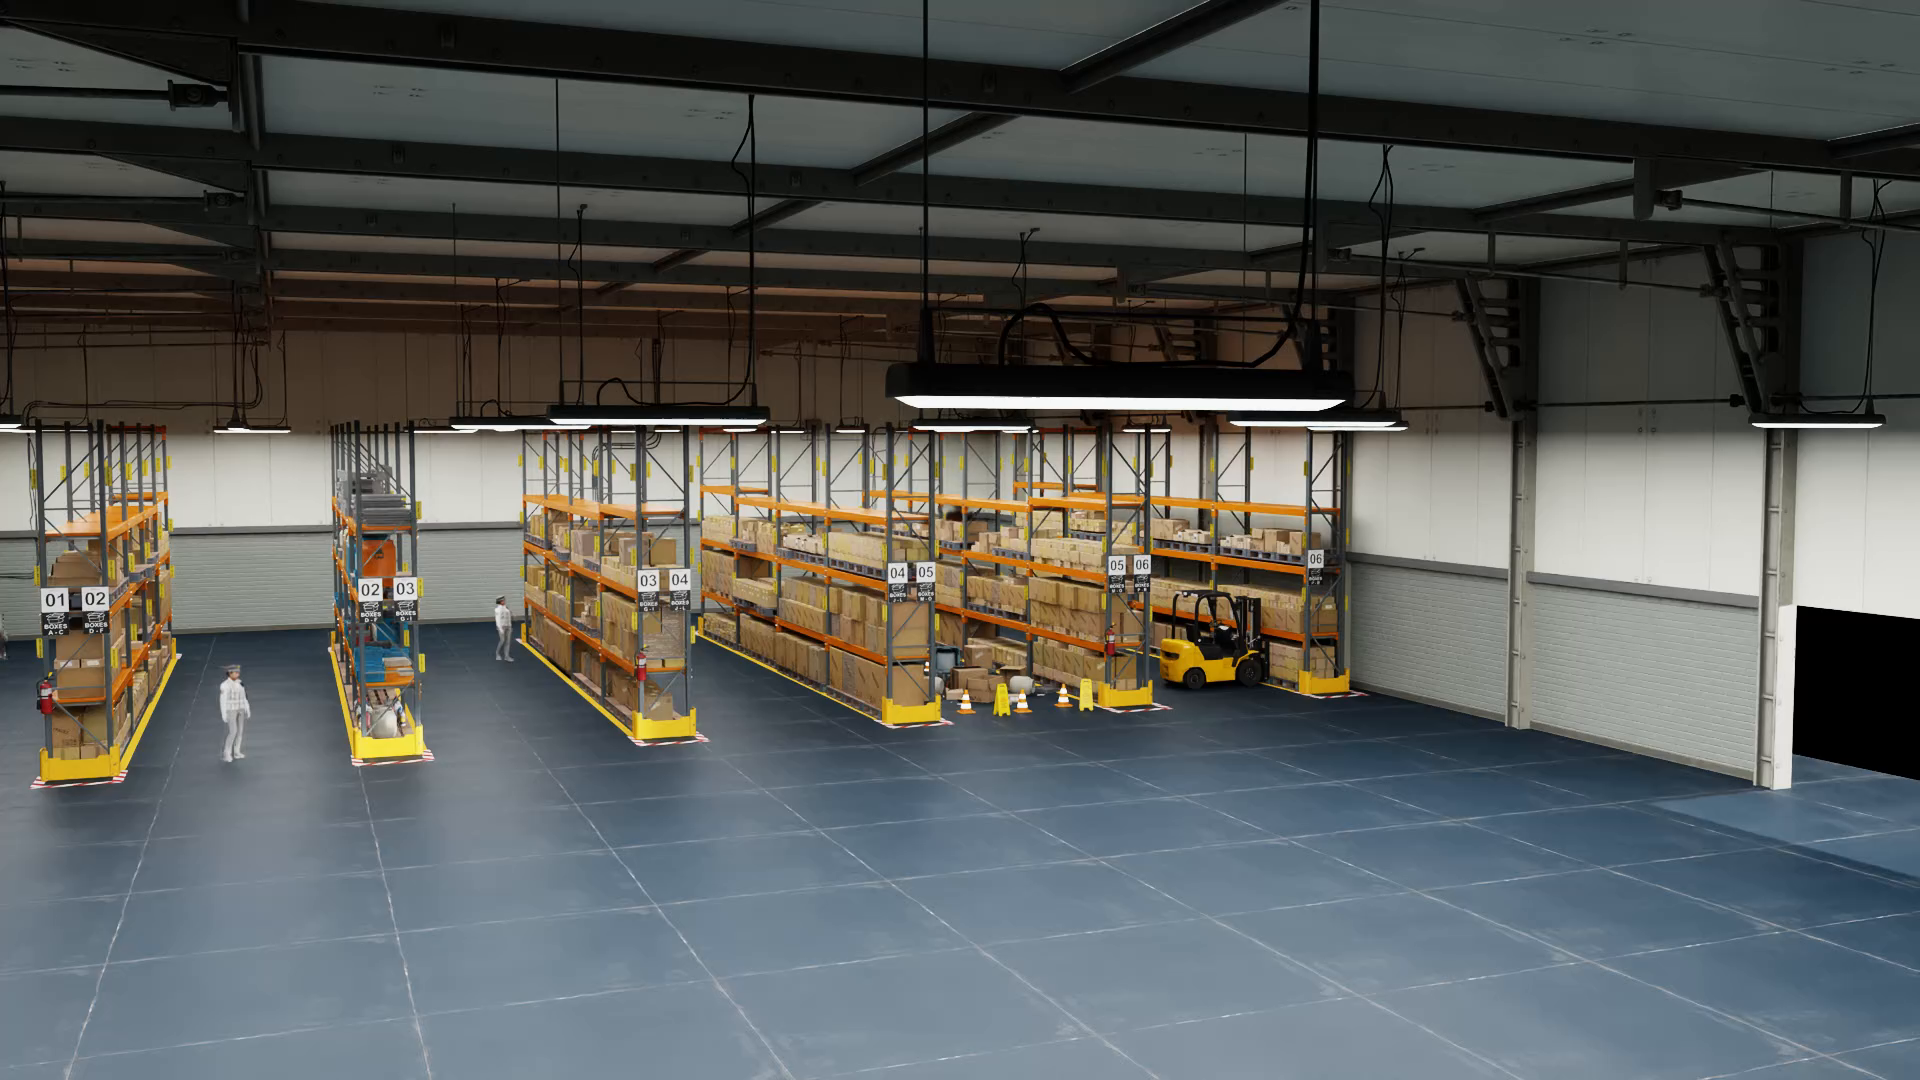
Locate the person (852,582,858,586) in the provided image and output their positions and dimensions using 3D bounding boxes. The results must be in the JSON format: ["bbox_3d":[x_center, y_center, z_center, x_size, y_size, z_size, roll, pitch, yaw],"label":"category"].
[{"bbox_3d":[-2.941,1.963,46.862,0.527,1.665,0.336,3,5,40],"label":"person"}]

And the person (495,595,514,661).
[{"bbox_3d":[-11.585,2.237,42.345,0.467,1.688,0.520,2,4,34],"label":"person"}]

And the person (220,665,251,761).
[{"bbox_3d":[-12.895,3.079,29.547,0.350,1.723,0.557,1,4,20],"label":"person"}]

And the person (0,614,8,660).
[{"bbox_3d":[-24.444,2.284,42.139,0.507,1.587,0.492,0,4,-3],"label":"person"}]
